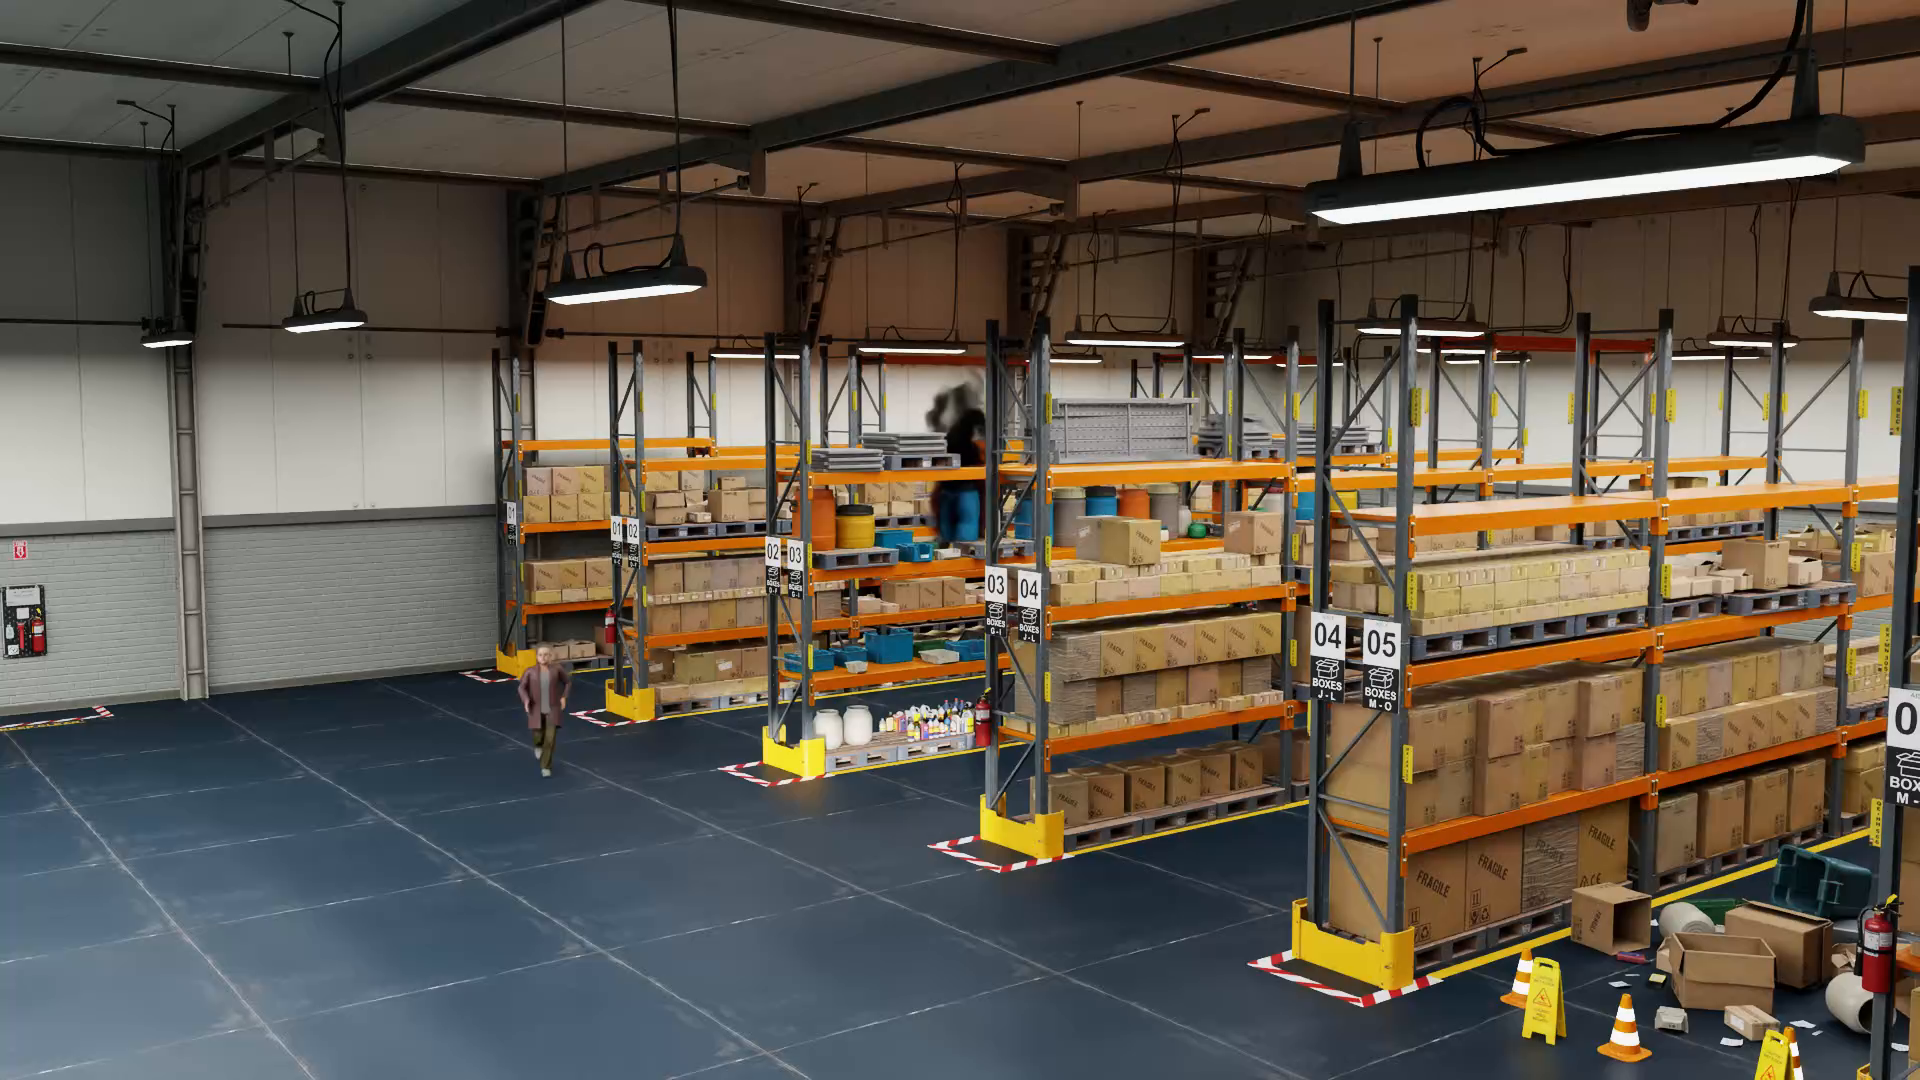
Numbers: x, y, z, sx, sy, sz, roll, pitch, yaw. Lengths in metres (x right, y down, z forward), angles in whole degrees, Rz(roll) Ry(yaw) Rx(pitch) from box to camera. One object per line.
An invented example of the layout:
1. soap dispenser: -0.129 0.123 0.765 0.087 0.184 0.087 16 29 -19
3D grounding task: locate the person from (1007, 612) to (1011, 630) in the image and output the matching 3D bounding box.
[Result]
1. person: 1.193 1.279 34.800 0.543 1.714 0.801 5 7 42

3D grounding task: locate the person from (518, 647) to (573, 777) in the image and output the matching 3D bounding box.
1. person: -5.642 2.321 22.659 0.726 1.737 0.825 -1 5 -14
